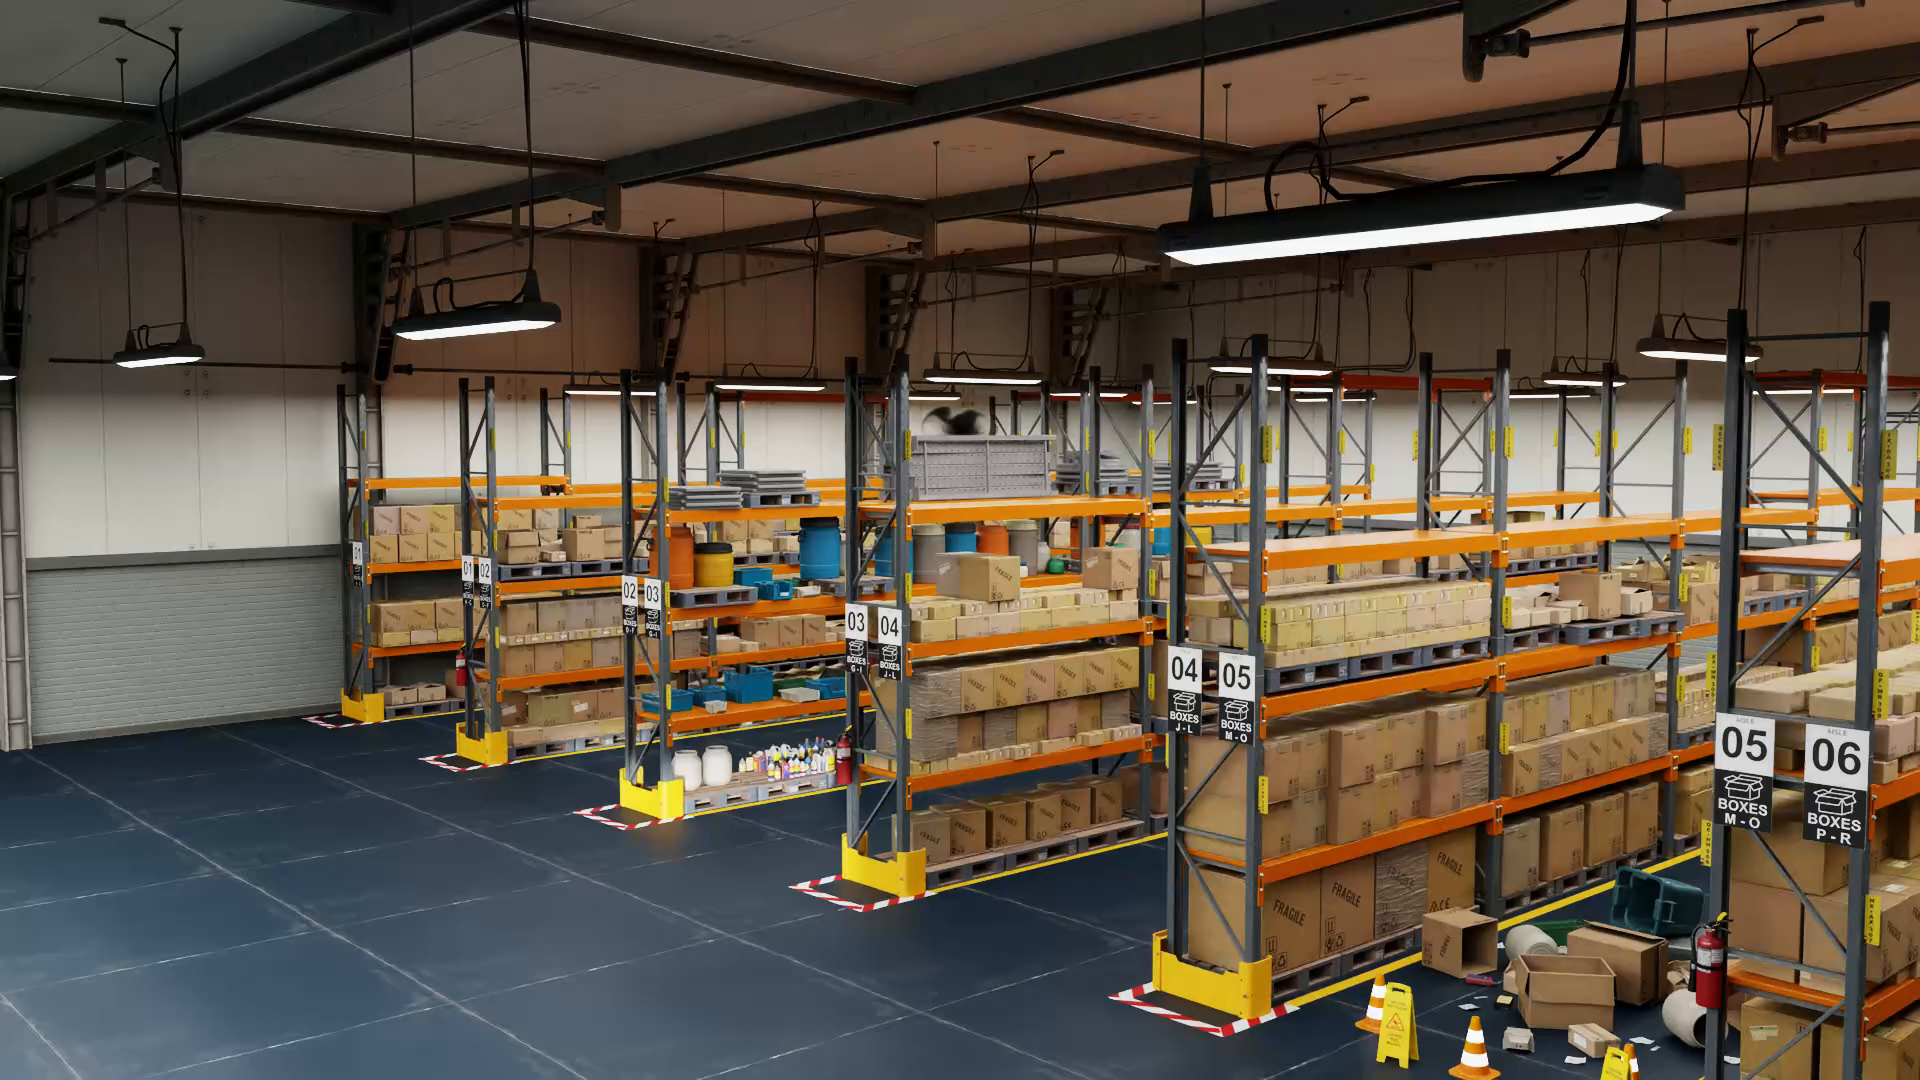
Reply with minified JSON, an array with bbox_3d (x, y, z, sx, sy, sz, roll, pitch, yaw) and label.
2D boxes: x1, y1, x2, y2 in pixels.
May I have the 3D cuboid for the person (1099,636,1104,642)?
[{"bbox_3d":[2.628,1.918,32.619,0.506,1.665,0.576,-4,5,-44],"label":"person"}]

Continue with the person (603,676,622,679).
[{"bbox_3d":[-6.111,2.356,29.515,0.889,1.759,0.664,-4,5,-45],"label":"person"}]
